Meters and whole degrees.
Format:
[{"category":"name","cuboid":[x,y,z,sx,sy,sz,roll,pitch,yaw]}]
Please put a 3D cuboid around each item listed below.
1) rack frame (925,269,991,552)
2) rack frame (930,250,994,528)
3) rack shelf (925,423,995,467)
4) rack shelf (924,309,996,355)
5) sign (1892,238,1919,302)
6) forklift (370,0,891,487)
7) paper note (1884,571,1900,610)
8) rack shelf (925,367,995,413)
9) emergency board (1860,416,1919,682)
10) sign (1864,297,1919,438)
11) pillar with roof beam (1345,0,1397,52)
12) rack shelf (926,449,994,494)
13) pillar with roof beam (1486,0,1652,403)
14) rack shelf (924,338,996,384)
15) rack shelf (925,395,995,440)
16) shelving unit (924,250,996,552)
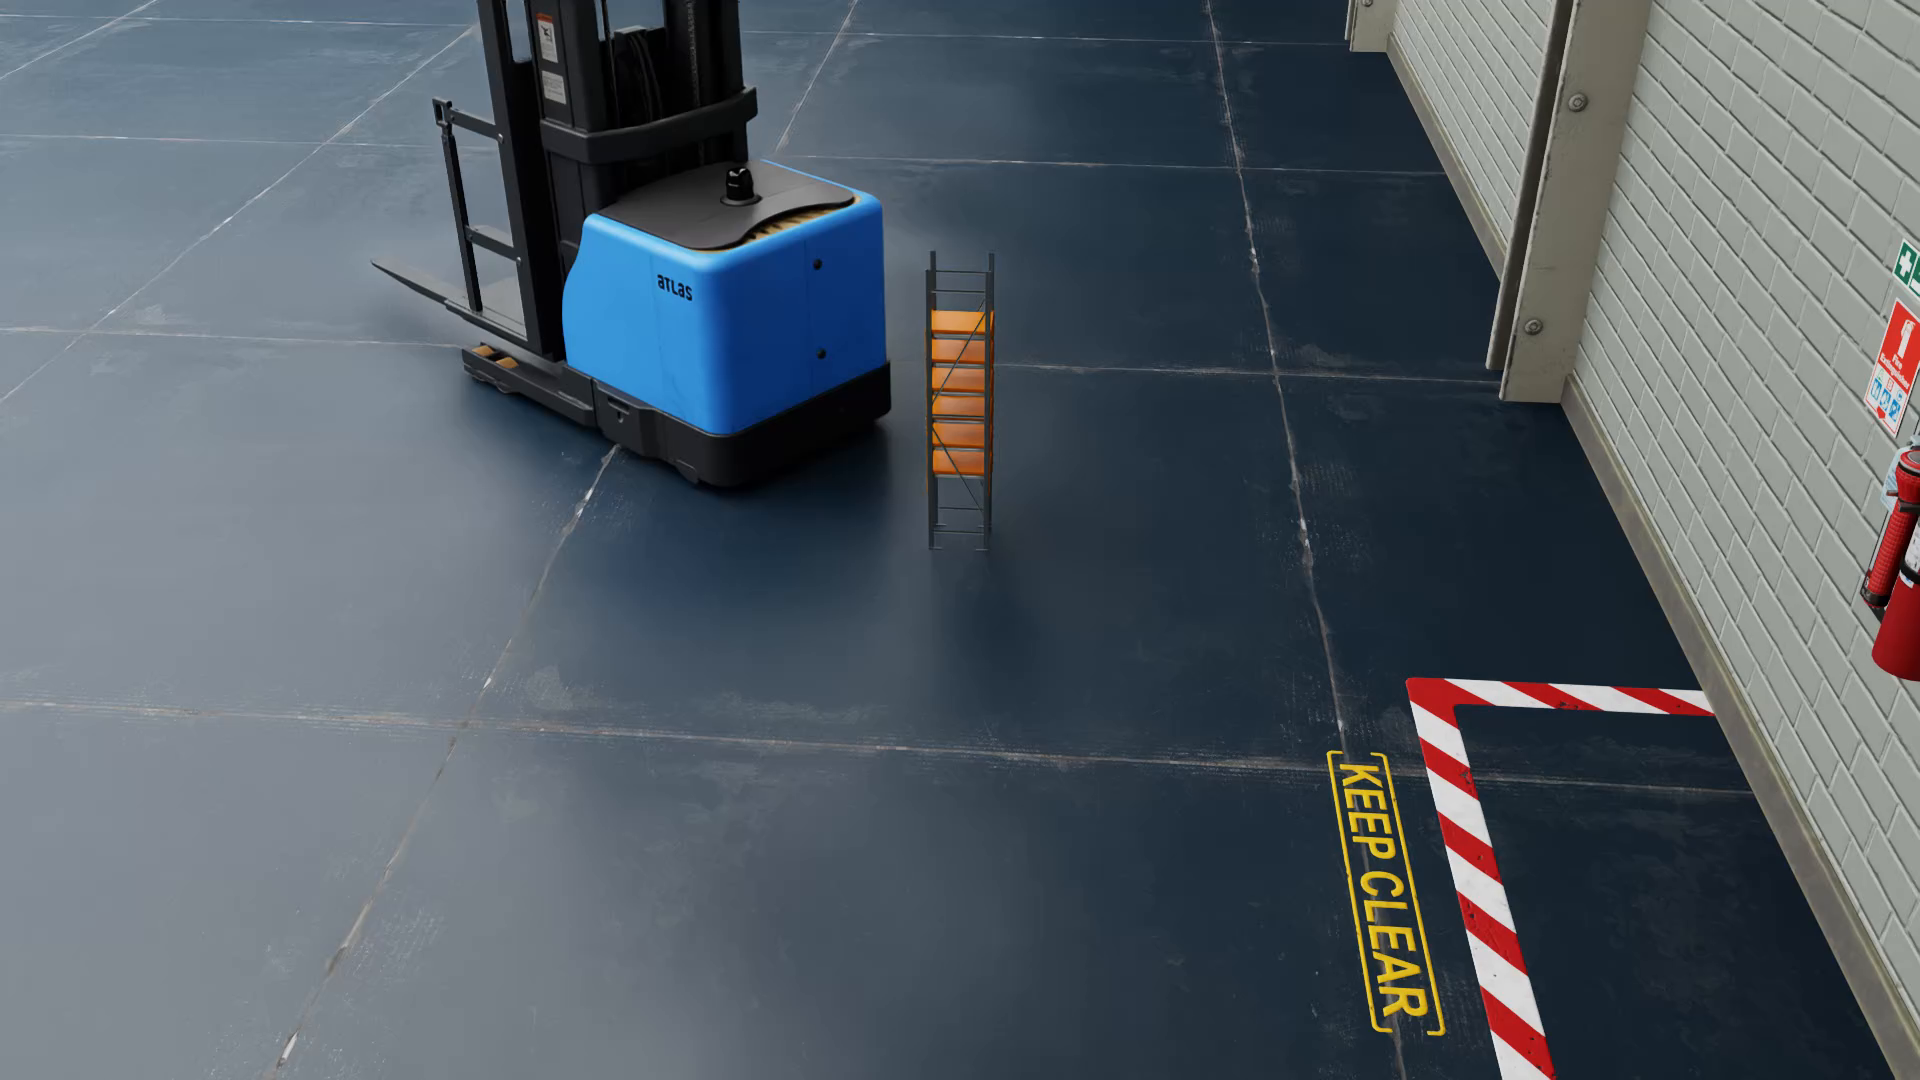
[{"category":"rack frame","cuboid":[-0.006,-0.471,6.370,0.240,1.200,0.006,2,32,4]},{"category":"rack frame","cuboid":[0.009,-0.566,6.525,0.240,1.200,0.006,2,32,4]},{"category":"rack shelf","cuboid":[0.001,-0.378,6.534,0.258,0.103,0.180,2,32,4]},{"category":"rack shelf","cuboid":[0.001,-0.787,6.282,0.258,0.103,0.180,2,32,4]},{"category":"sign","cuboid":[2.601,-0.705,4.496,0.001,0.109,0.331,2,32,4]},{"category":"forklift","cuboid":[-1.745,-2.123,7.401,3.031,2.935,1.130,25,40,35]},{"category":"paper note","cuboid":[2.546,0.104,4.562,0.016,0.148,0.142,2,32,4]},{"category":"rack shelf","cuboid":[0.001,-0.583,6.408,0.258,0.103,0.180,2,32,4]},{"category":"emergency board","cuboid":[2.463,-0.182,4.186,0.194,1.169,0.643,2,32,4]},{"category":"sign","cuboid":[2.610,-0.481,4.638,0.001,0.329,0.234,2,32,4]},{"category":"pillar with roof beam","cuboid":[-1.090,-7.904,10.998,9.100,9.000,0.400,2,32,4]},{"category":"rack shelf","cuboid":[0.001,-0.276,6.597,0.258,0.103,0.180,2,32,4]},{"category":"pillar with roof beam","cuboid":[-1.579,-4.766,5.907,9.100,9.000,0.400,2,32,4]},{"category":"rack shelf","cuboid":[0.001,-0.685,6.345,0.258,0.103,0.180,2,32,4]},{"category":"rack shelf","cuboid":[0.001,-0.481,6.471,0.258,0.103,0.180,2,32,4]},{"category":"shelving unit","cuboid":[0.001,-0.518,6.447,0.258,1.200,0.189,2,32,4]}]
